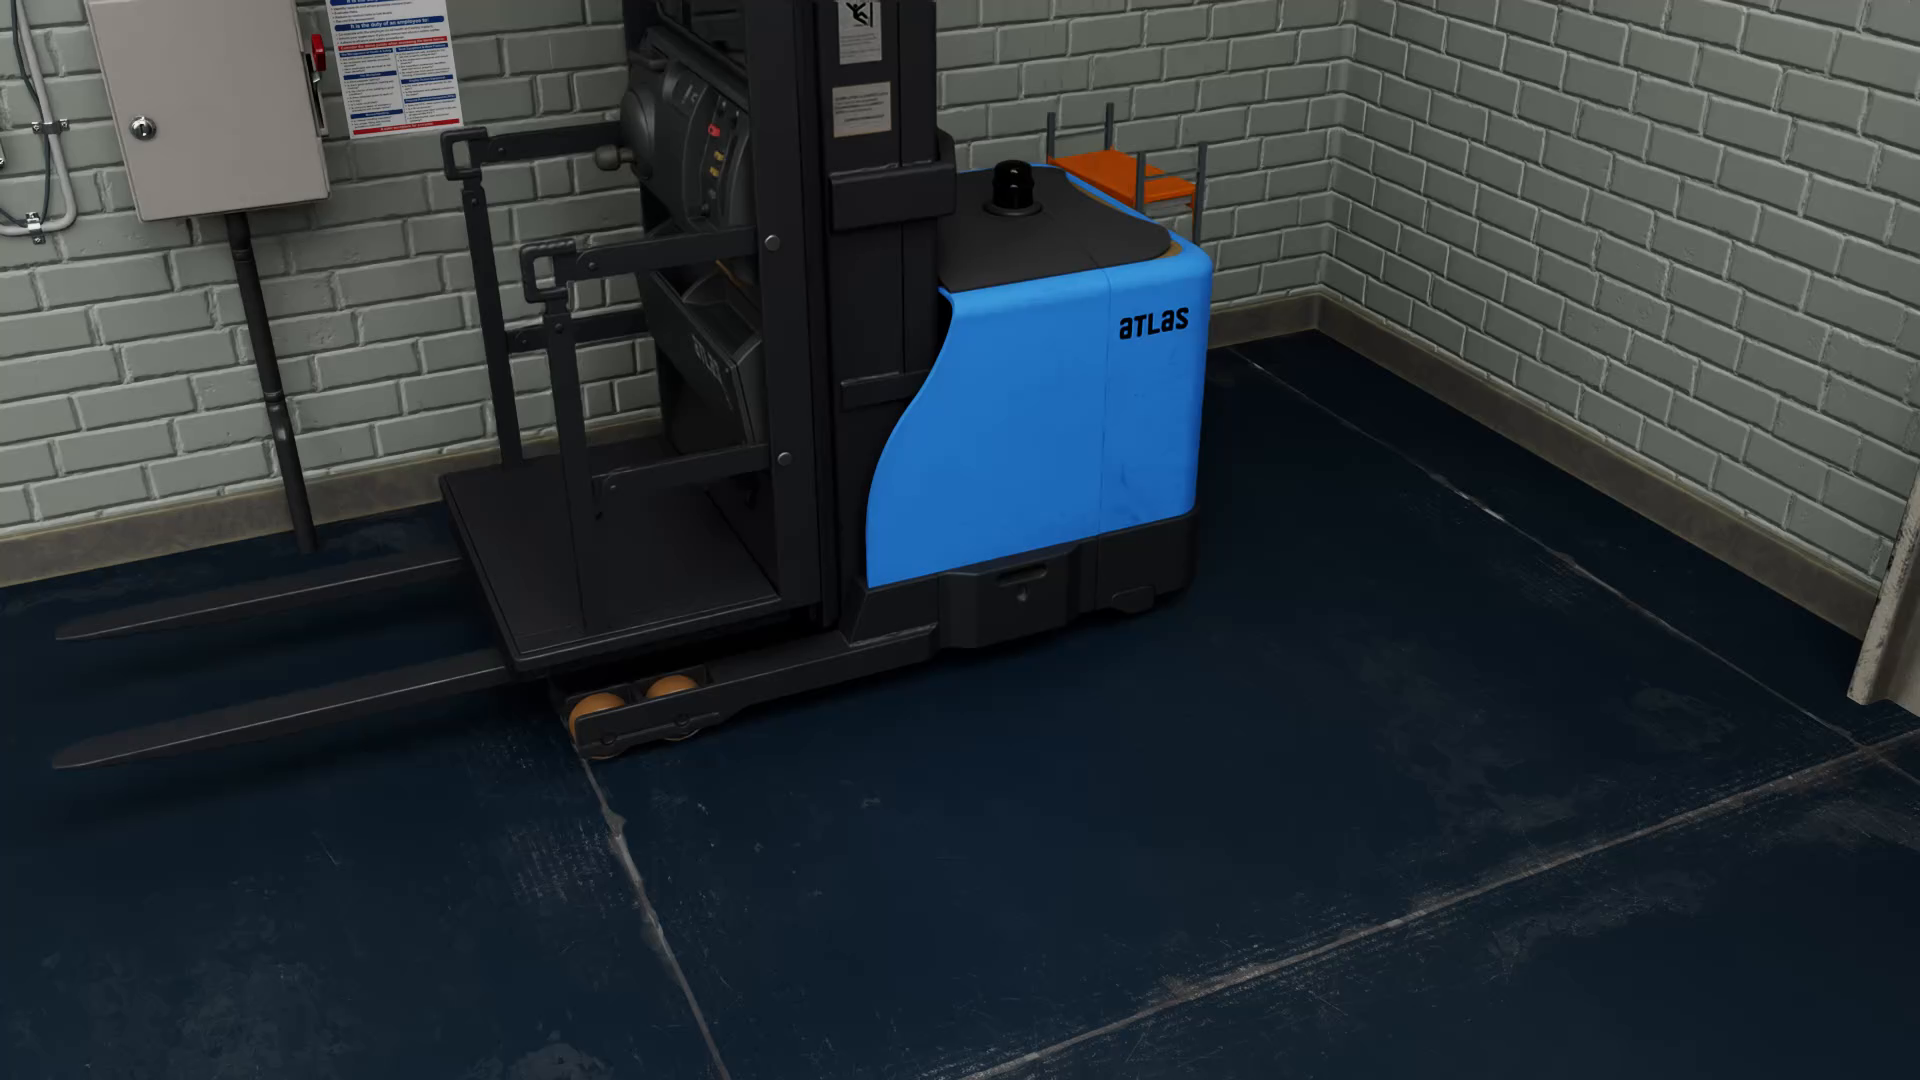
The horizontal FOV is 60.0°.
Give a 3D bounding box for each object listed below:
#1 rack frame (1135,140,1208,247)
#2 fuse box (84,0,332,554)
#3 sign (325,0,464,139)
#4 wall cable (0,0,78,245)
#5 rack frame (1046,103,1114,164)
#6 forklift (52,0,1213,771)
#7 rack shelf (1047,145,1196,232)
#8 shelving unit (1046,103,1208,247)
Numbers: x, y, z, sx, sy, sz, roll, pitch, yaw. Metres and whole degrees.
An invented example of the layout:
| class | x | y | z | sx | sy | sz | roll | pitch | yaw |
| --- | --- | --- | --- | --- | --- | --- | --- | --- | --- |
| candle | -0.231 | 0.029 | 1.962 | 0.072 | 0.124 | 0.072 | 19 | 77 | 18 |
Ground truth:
| class | x | y | z | sx | sy | sz | roll | pitch | yaw |
| --- | --- | --- | --- | --- | --- | --- | --- | --- | --- |
| rack frame | 0.620 | -0.623 | 5.134 | 0.240 | 1.200 | 0.015 | -15 | 33 | -25 |
| fuse box | -2.000 | -0.711 | 4.768 | 0.539 | 1.711 | 0.414 | -13 | 32 | -22 |
| sign | -1.642 | -1.427 | 4.824 | 0.329 | 0.494 | 0.001 | -13 | 32 | -22 |
| wall cable | -2.684 | -1.642 | 4.073 | 0.588 | 1.984 | 0.122 | -13 | 32 | -22 |
| rack frame | 0.380 | -0.831 | 5.505 | 0.240 | 1.200 | 0.015 | -15 | 33 | -25 |
| forklift | -0.866 | -1.012 | 4.059 | 3.031 | 2.935 | 1.130 | -13 | 32 | -21 |
| rack shelf | 0.500 | -1.070 | 5.127 | 0.258 | 0.148 | 0.480 | -15 | 33 | -25 |
| shelving unit | 0.500 | -0.727 | 5.320 | 0.258 | 1.200 | 0.503 | -15 | 33 | -25 |
